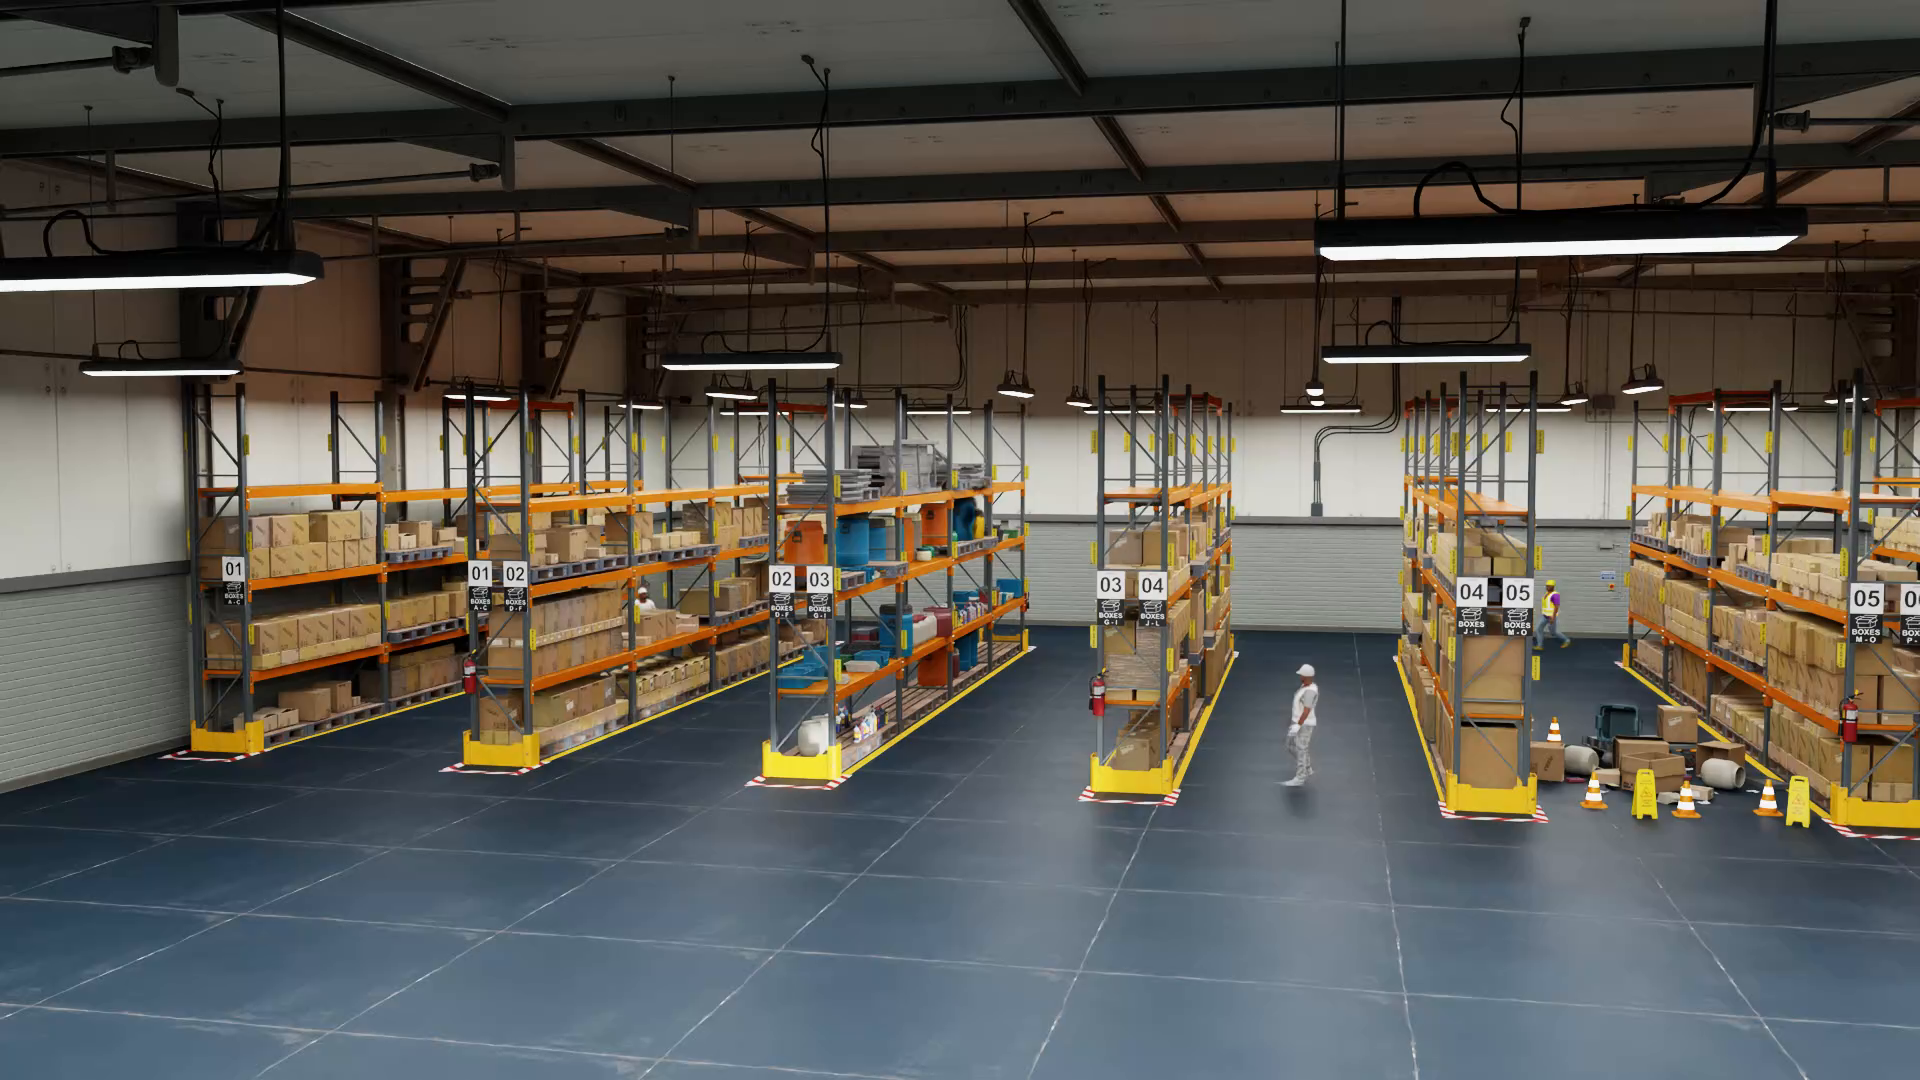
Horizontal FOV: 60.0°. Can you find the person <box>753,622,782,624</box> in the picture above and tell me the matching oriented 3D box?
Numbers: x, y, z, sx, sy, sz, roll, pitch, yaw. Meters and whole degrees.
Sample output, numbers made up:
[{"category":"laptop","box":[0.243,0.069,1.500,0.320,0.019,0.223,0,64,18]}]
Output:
[{"category":"person","box":[-5.373,1.515,45.917,1.097,1.730,0.667,2,4,36]}]

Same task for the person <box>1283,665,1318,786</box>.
[{"category":"person","box":[4.989,2.716,24.450,0.526,1.787,0.643,0,3,-4]}]

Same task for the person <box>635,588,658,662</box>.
[{"category":"person","box":[-7.290,1.959,38.315,0.759,1.725,1.080,0,3,9]}]

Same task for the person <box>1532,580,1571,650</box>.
[{"category":"person","box":[14.352,1.828,40.401,0.940,1.721,0.643,-1,3,-11]}]
